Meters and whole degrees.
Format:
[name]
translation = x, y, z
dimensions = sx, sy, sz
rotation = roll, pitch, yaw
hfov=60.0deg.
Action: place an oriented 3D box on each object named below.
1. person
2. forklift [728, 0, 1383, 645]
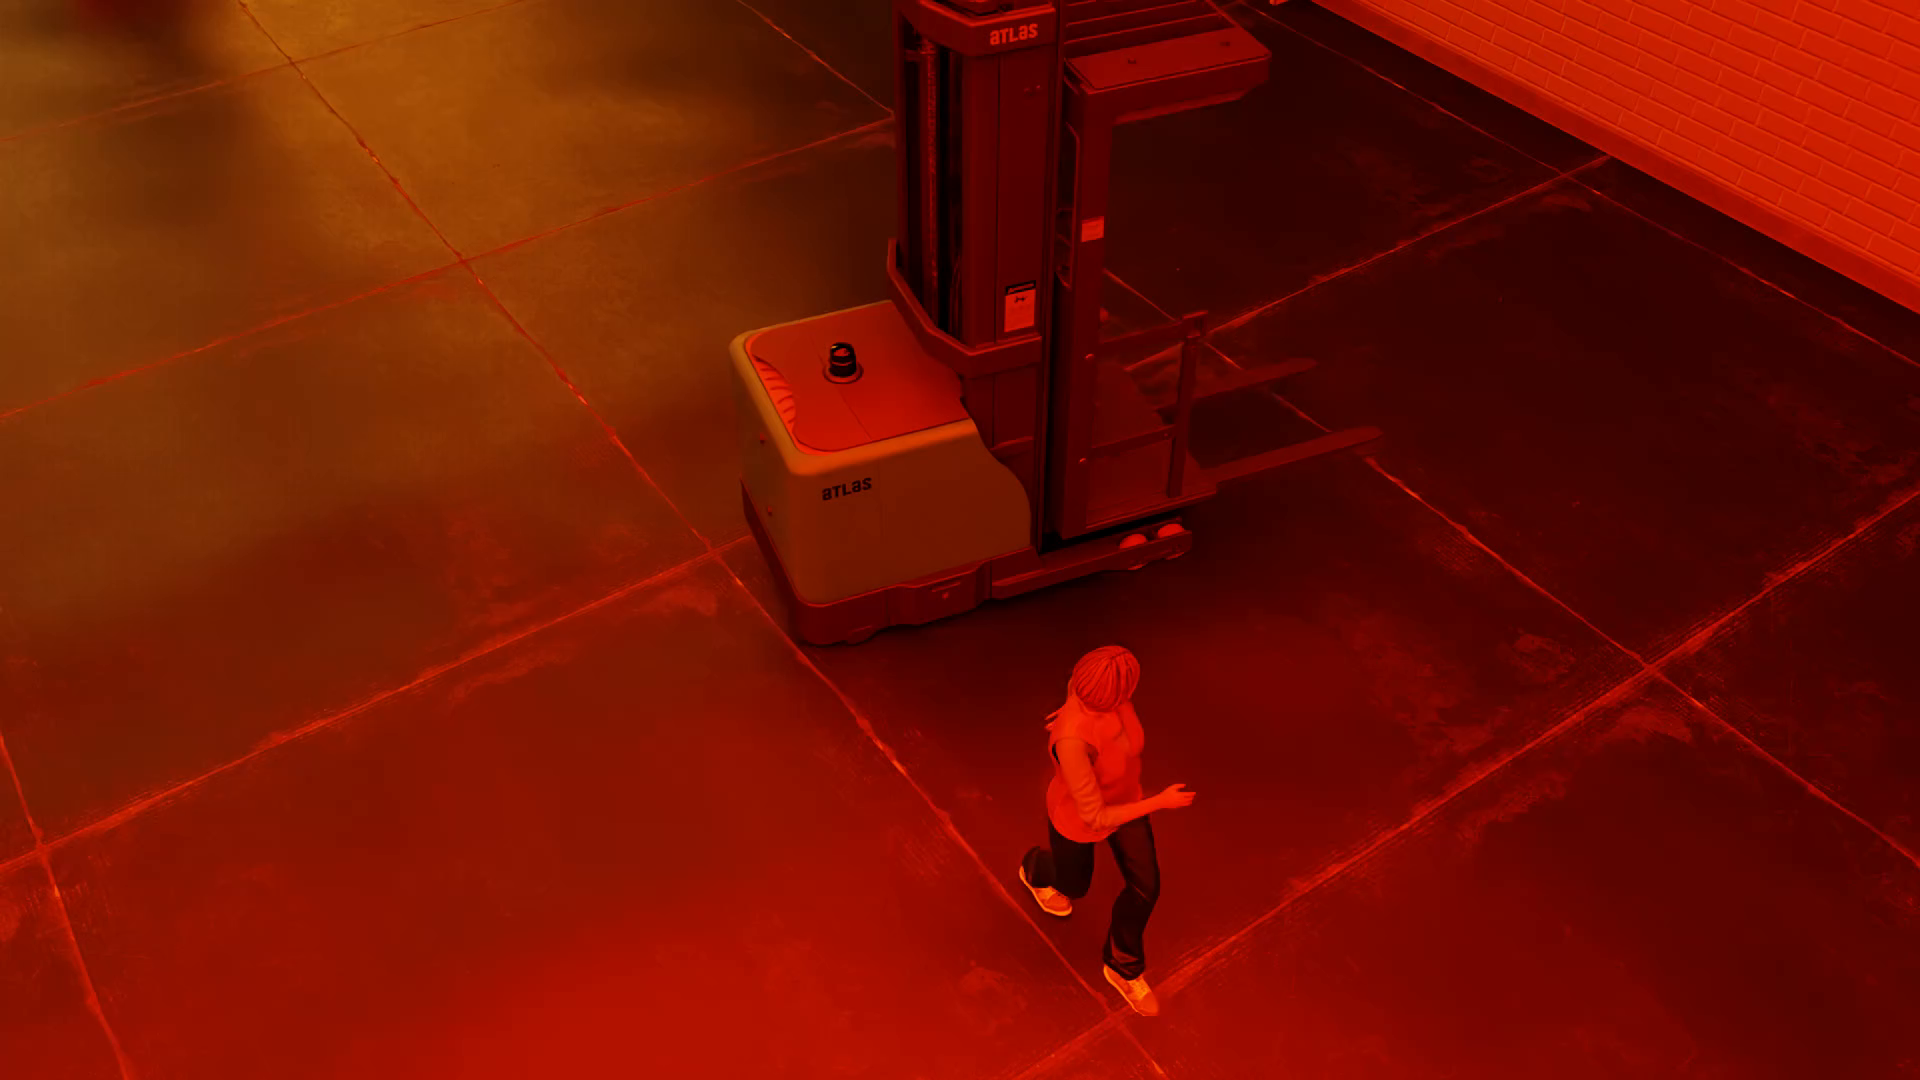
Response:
[person]
translation = 0.478, 0.941, 5.762
dimensions = 0.429, 1.540, 0.839
rotation = -29, 50, -28
[forklift]
translation = 0.540, -1.258, 7.080
dimensions = 3.031, 2.935, 1.130
rotation = -15, 45, -16
